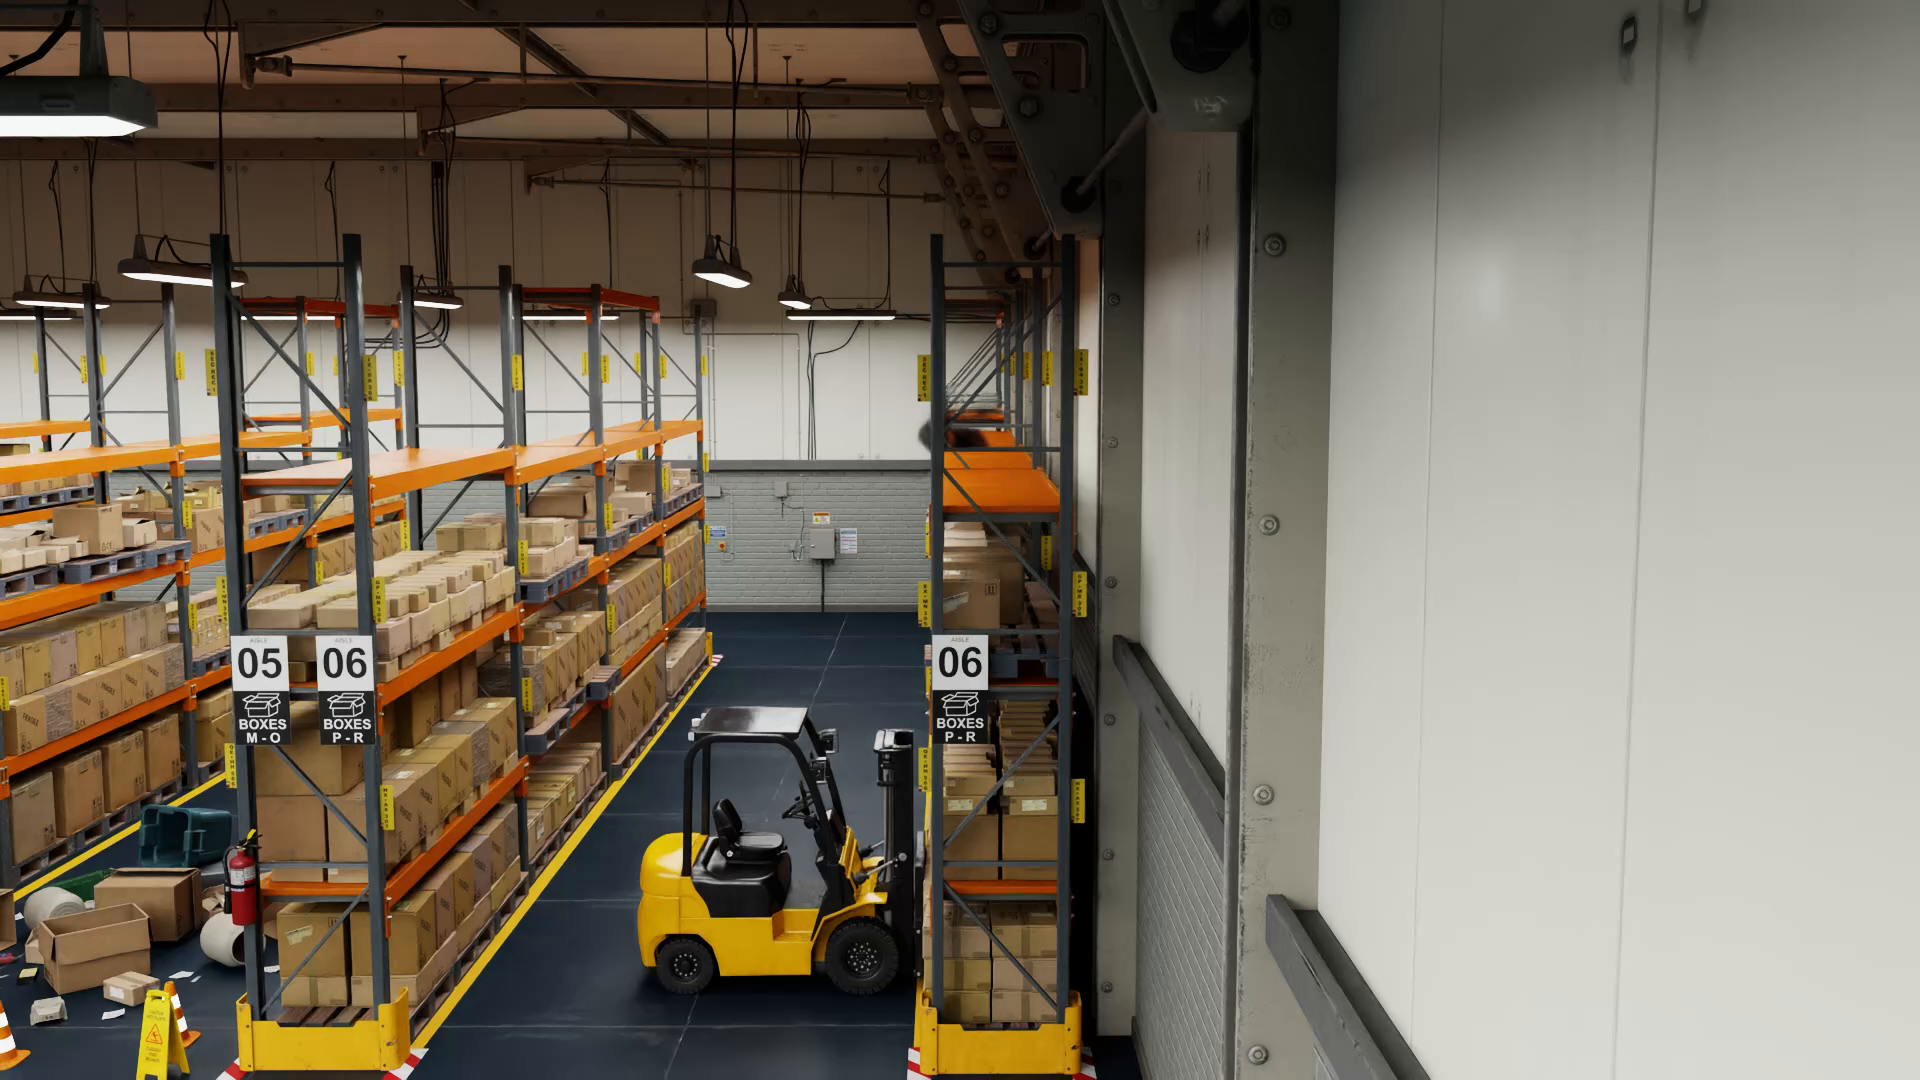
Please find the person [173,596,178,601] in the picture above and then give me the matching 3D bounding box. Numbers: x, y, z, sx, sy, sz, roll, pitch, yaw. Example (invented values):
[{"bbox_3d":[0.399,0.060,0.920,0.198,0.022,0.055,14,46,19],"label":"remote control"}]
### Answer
[{"bbox_3d":[-11.359,1.652,24.241,0.578,1.712,0.690,-1,6,-11],"label":"person"}]
